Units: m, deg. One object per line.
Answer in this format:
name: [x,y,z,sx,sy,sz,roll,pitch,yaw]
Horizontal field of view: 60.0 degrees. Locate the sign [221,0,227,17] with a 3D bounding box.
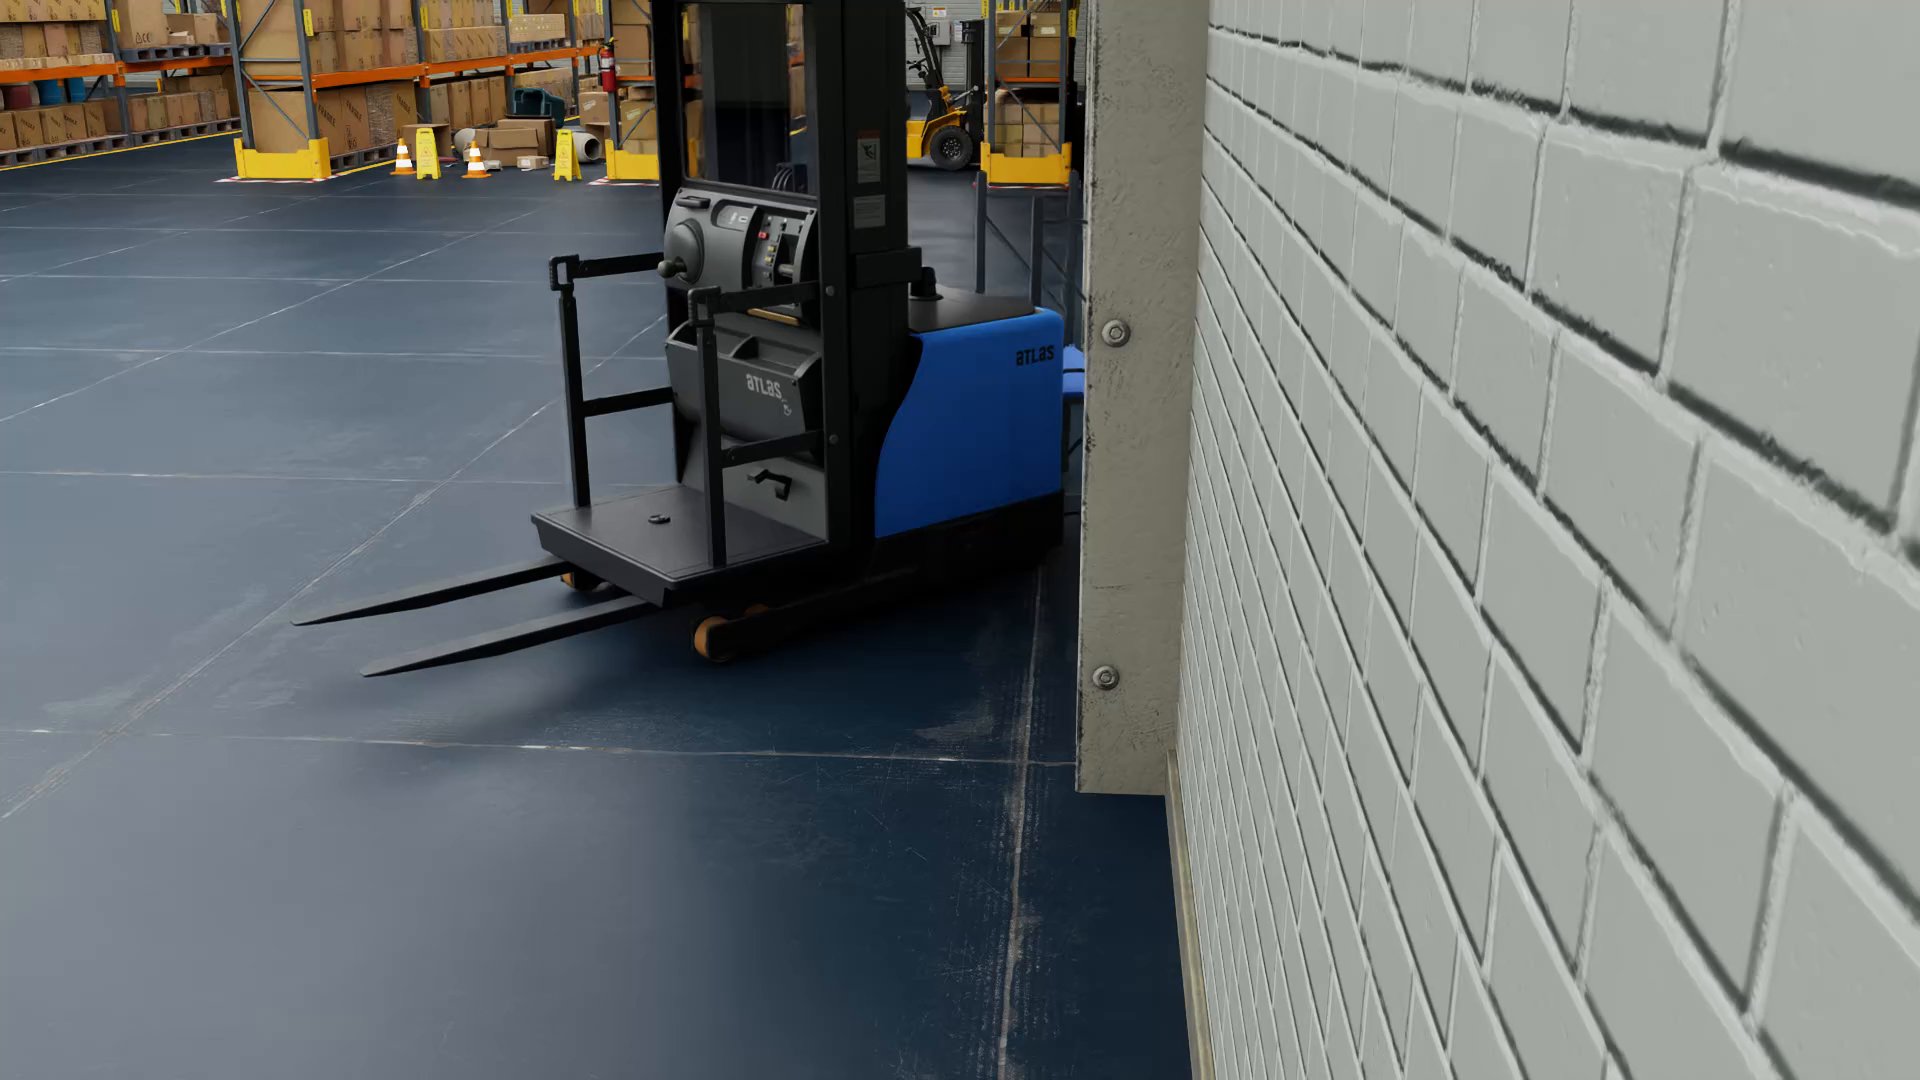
sign: [-9.574,-6.976,21.657,0.100,0.325,0.005,1,18,4]

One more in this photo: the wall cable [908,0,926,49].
wall cable: [-1.146,-13.394,41.850,0.588,1.984,0.122,1,18,4]

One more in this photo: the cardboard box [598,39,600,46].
cardboard box: [-7.808,-10.480,34.992,0.380,0.149,0.250,2,18,6]

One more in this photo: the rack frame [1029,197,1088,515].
rack frame: [0.540,-0.736,7.247,0.500,1.500,0.032,-3,19,-12]

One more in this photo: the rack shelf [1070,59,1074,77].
rack shelf: [1.292,-7.630,27.047,1.077,0.370,4.000,1,18,4]

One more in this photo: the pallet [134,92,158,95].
pallet: [-17.865,-9.939,37.416,1.003,0.211,1.213,1,18,4]

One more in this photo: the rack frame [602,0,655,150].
rack frame: [-4.089,-6.218,21.582,1.000,3.000,0.127,1,18,4]

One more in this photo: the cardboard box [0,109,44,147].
cardboard box: [-13.840,-6.025,24.333,0.500,0.500,0.500,3,18,9]

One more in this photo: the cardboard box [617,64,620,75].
cardboard box: [-4.368,-6.301,22.238,0.380,0.149,0.250,1,18,3]

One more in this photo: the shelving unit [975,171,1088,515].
shelving unit: [0.428,-0.893,7.718,0.538,1.500,1.048,-3,19,-12]

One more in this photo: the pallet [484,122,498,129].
pallet: [-8.592,-7.214,29.099,1.003,0.211,1.213,1,18,4]

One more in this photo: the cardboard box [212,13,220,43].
cardboard box: [-13.399,-9.002,29.245,0.500,0.500,0.500,-1,18,-3]

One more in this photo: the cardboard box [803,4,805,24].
cardboard box: [-3.118,-9.844,30.883,0.500,0.500,0.500,2,18,5]

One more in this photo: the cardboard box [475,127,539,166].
cardboard box: [-6.488,-5.634,23.809,0.797,0.503,0.637,-13,22,-34]

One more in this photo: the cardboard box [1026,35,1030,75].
cardboard box: [0.682,-6.476,22.208,0.500,0.500,0.500,2,18,6]

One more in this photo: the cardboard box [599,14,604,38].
cardboard box: [-7.777,-10.838,35.043,0.500,0.500,0.500,2,18,7]

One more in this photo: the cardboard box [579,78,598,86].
cardboard box: [-7.798,-9.577,34.781,0.380,0.149,0.250,2,18,5]

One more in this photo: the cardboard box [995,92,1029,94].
cardboard box: [0.755,-6.417,24.325,0.500,0.250,0.500,1,18,4]

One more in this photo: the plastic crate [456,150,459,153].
plastic crate: [-7.453,-6.147,25.790,0.450,0.188,0.662,0,15,35]

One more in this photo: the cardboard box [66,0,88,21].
cardboard box: [-13.479,-8.044,24.912,0.500,0.500,0.500,1,18,4]

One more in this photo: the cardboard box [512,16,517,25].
cardboard box: [-8.217,-9.367,29.967,0.380,0.149,0.250,1,18,2]

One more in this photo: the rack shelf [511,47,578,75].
rack shelf: [-8.317,-9.061,31.414,1.077,0.370,4.000,1,18,4]

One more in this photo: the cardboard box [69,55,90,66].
cardboard box: [-13.421,-7.255,25.151,0.380,0.149,0.250,1,18,4]

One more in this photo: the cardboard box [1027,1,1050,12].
cardboard box: [1.601,-10.903,34.440,0.500,0.500,0.500,2,18,5]

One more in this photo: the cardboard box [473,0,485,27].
cardboard box: [-8.537,-9.008,28.331,0.700,0.500,0.500,1,18,3]

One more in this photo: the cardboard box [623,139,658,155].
cardboard box: [-4.298,-5.376,22.753,0.500,0.250,0.500,1,18,4]

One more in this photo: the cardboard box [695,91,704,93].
cardboard box: [-3.612,-6.362,24.559,0.500,0.500,0.500,2,18,5]

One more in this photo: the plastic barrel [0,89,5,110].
plastic barrel: [-18.371,-8.382,31.506,0.421,0.512,0.421,0,18,0]

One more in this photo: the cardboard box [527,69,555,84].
cardboard box: [-8.048,-8.831,31.694,0.500,0.250,0.500,0,18,1]

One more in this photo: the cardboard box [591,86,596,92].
cardboard box: [-7.853,-9.442,34.846,0.380,0.149,0.250,2,18,6]

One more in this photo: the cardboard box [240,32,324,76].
cardboard box: [-9.052,-6.485,22.155,0.875,0.550,0.550,1,18,4]

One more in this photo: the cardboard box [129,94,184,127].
cardboard box: [-13.529,-7.215,27.931,0.700,0.500,0.500,0,18,-1]

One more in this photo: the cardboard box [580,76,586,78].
cardboard box: [-8.273,-9.910,35.799,0.380,0.149,0.250,2,18,6]

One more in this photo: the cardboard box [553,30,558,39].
cardboard box: [-8.042,-9.819,32.299,0.380,0.149,0.250,1,18,4]

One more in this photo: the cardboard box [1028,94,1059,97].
cardboard box: [1.236,-6.247,23.807,0.500,0.250,0.500,1,18,4]

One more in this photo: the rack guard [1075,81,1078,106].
rack guard: [2.004,-9.866,36.731,1.175,0.500,0.348,1,18,4]

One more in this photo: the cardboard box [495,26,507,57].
cardboard box: [-8.224,-8.683,28.946,0.500,0.500,0.500,1,18,4]

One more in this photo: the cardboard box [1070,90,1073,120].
cardboard box: [1.745,-7.729,29.535,0.500,0.500,0.500,2,18,6]

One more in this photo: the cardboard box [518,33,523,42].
cardboard box: [-8.188,-9.164,30.301,0.380,0.149,0.250,2,18,7]

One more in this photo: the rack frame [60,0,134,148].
rack frame: [-13.687,-7.682,26.049,1.000,3.000,0.127,1,18,4]

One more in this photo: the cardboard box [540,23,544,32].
cardboard box: [-8.096,-9.708,31.485,0.380,0.149,0.250,1,18,4]

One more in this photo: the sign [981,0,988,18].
sign: [0.322,-6.788,21.081,0.100,0.325,0.005,1,18,4]

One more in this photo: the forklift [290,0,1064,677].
forklift: [-0.998,-1.130,6.163,3.031,2.935,1.130,-15,23,-39]

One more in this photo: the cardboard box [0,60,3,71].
cardboard box: [-13.648,-6.636,23.261,0.380,0.149,0.250,1,18,4]

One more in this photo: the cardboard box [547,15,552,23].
cardboard box: [-8.065,-10.013,31.937,0.380,0.149,0.250,1,18,4]

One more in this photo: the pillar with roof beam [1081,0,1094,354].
pillar with roof beam: [-3.343,-5.525,9.831,9.100,9.000,0.400,1,18,4]

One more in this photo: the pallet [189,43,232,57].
pallet: [-13.345,-8.609,29.187,1.213,0.211,1.003,1,18,4]

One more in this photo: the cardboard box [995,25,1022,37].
cardboard box: [0.608,-6.578,21.479,0.380,0.149,0.250,2,18,5]

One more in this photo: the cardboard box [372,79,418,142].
cardboard box: [-8.862,-6.536,25.289,0.875,0.875,0.875,2,18,5]
